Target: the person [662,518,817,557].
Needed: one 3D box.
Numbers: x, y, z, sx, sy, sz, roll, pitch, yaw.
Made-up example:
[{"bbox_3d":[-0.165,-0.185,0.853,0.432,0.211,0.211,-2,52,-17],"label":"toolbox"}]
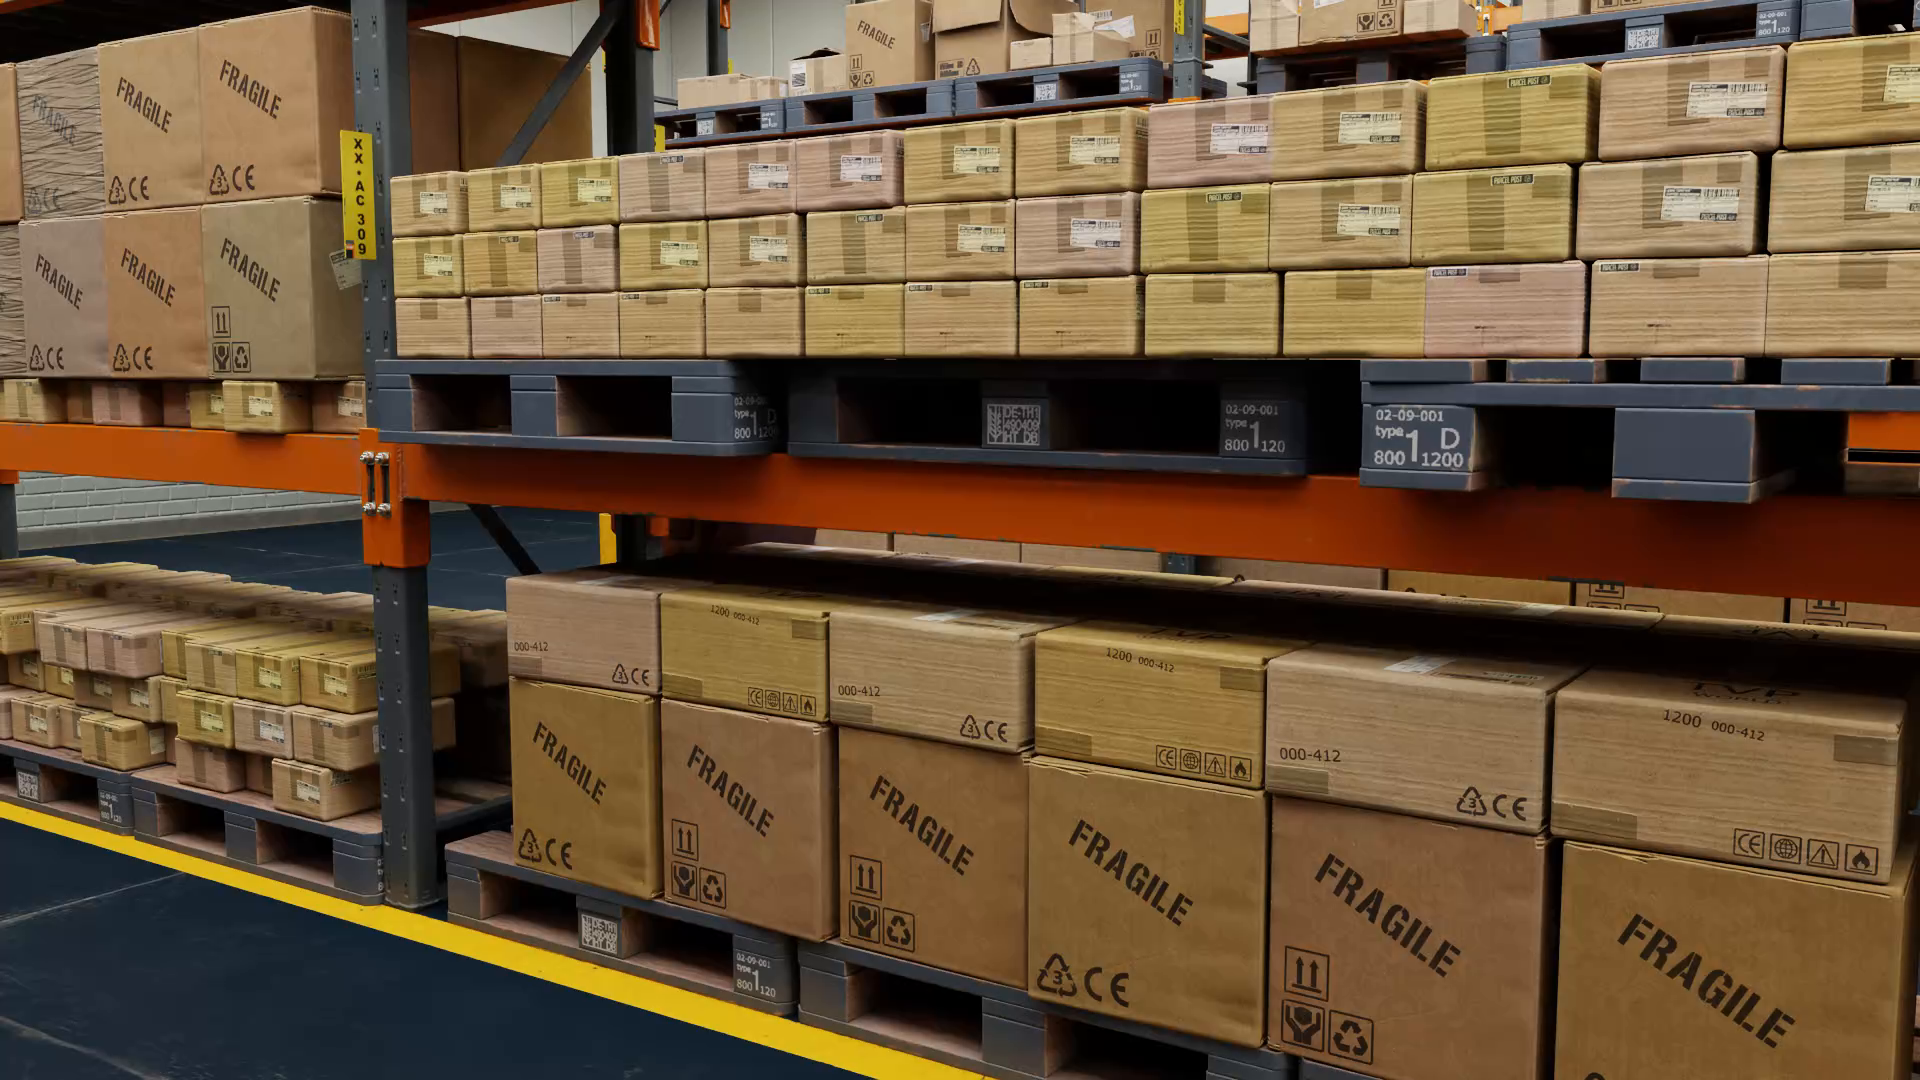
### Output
[{"bbox_3d":[-0.865,-0.038,6.415,0.627,1.719,0.537,2,7,22],"label":"person"}]
